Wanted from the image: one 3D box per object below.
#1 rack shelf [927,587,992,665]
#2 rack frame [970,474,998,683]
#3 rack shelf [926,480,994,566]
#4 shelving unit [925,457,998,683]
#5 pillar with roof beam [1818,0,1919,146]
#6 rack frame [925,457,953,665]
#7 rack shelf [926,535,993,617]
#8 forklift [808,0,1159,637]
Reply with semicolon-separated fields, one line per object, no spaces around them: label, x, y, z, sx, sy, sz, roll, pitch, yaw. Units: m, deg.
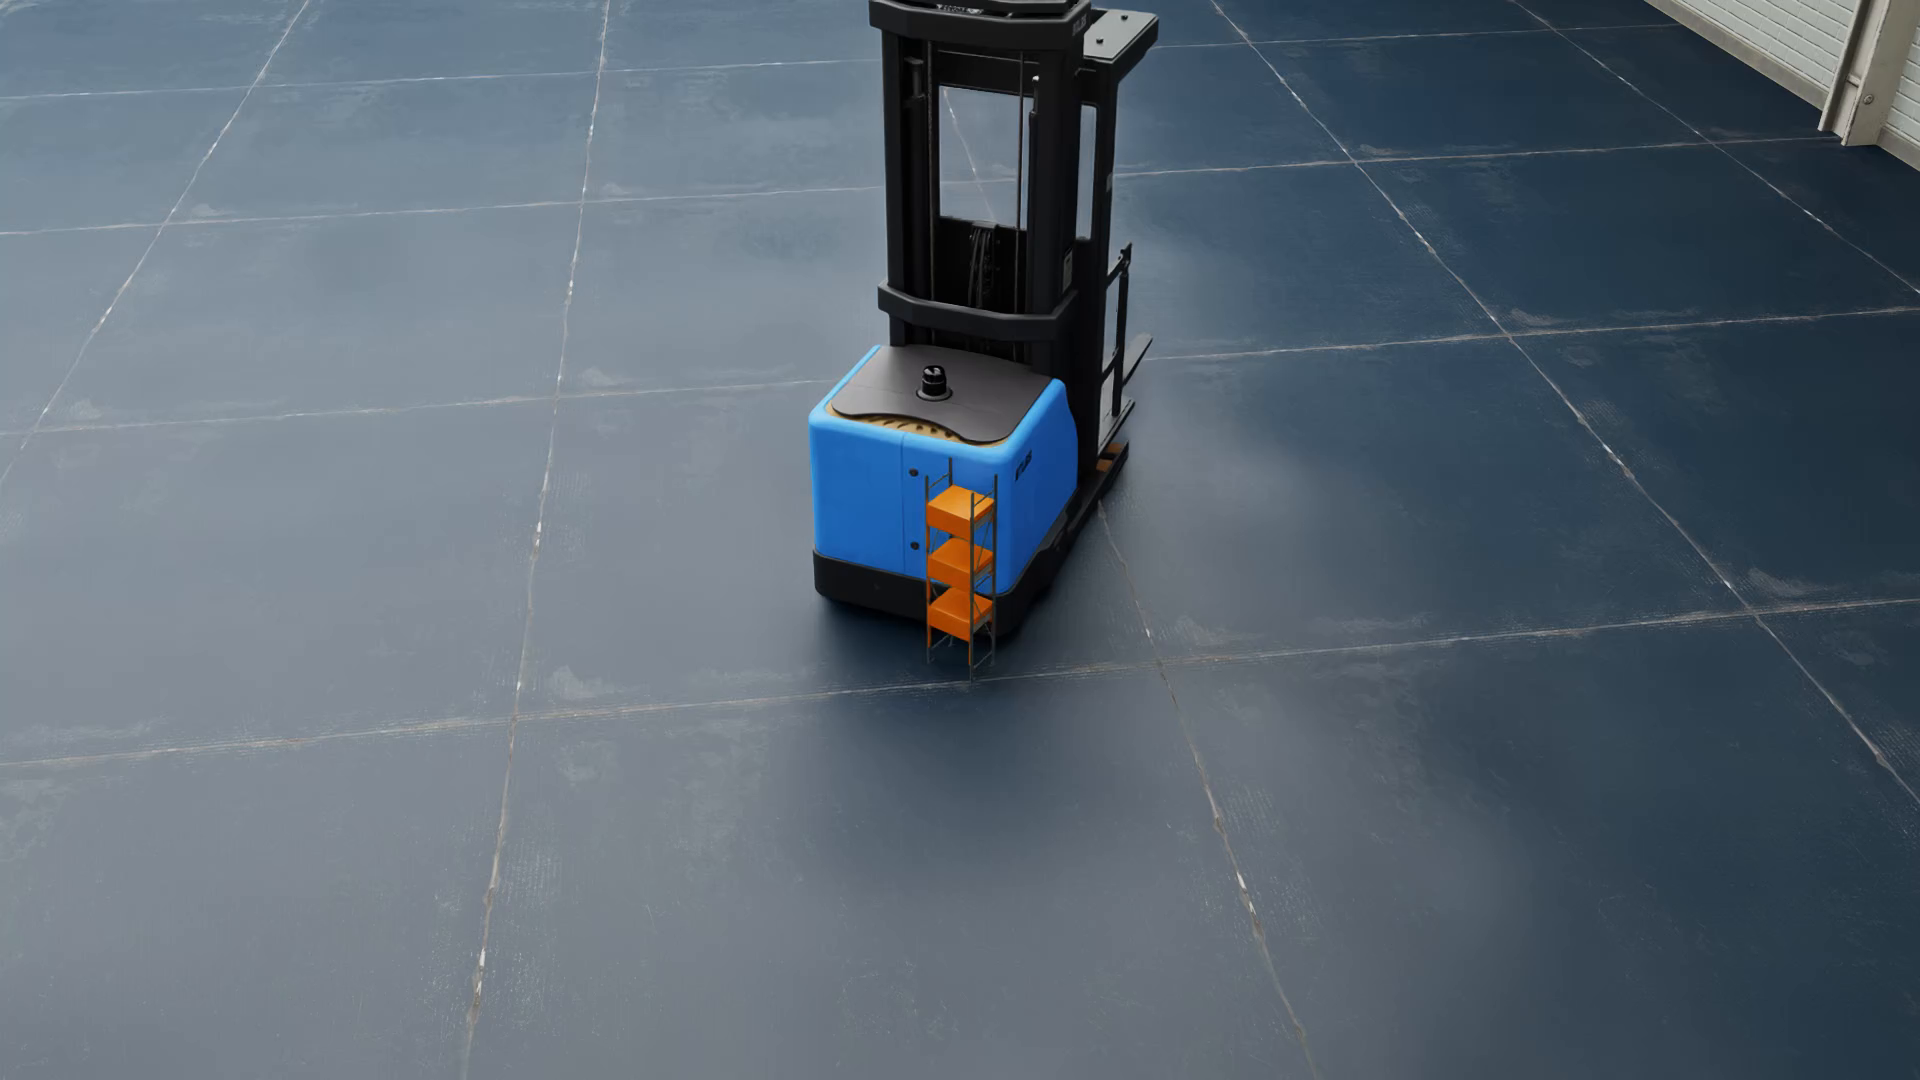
rack shelf;0.006;0.388;7.761;0.240;0.259;0.215;21;40;28
rack frame;0.106;0.189;7.541;0.008;1.050;0.200;21;40;28
rack shelf;0.006;-0.076;7.445;0.240;0.259;0.215;21;40;28
shelving unit;0.006;0.149;7.598;0.252;1.050;0.215;21;40;28
pillar with roof beam;2.996;-6.693;10.581;9.100;9.000;0.400;-4;35;-6
rack frame;-0.094;0.110;7.656;0.008;1.050;0.200;21;40;28
rack shelf;0.006;0.158;7.604;0.240;0.259;0.215;21;40;28
forklift;0.300;-1.571;8.452;1.130;2.935;3.031;13;36;18
